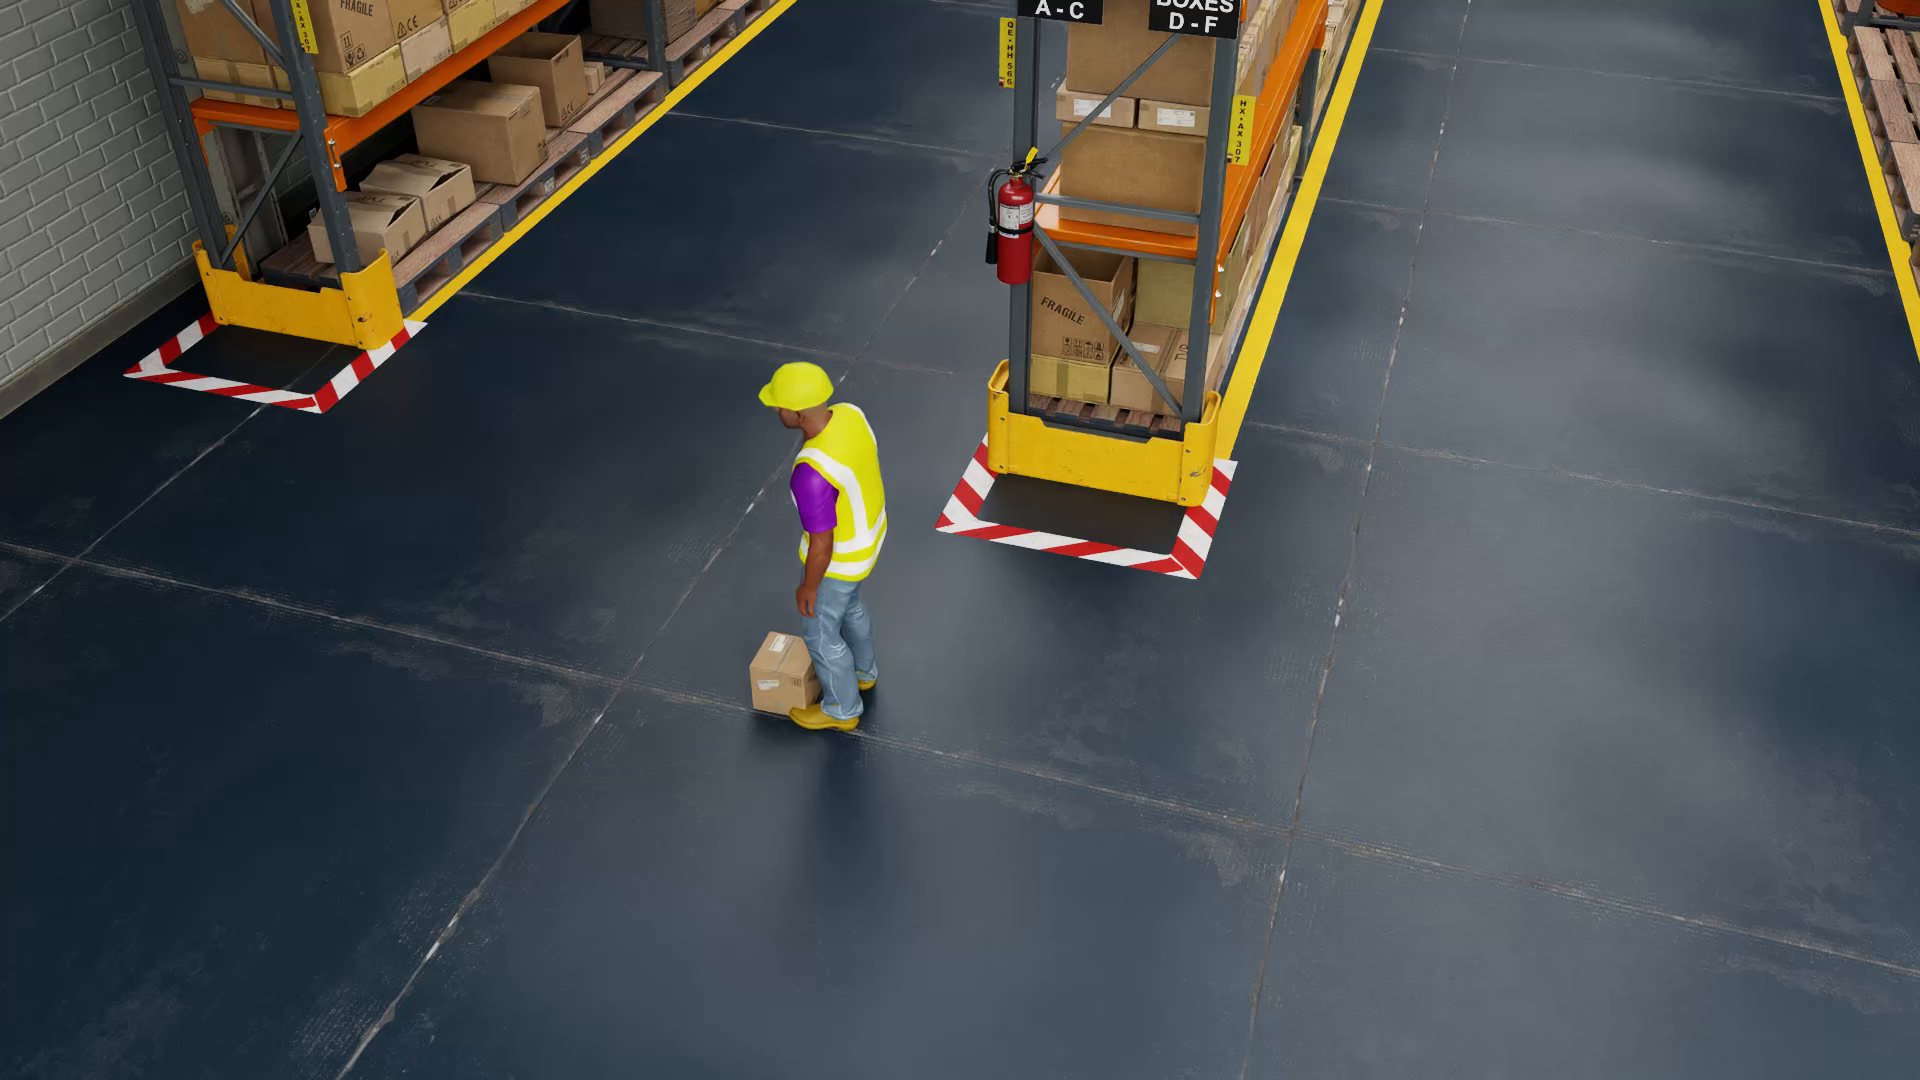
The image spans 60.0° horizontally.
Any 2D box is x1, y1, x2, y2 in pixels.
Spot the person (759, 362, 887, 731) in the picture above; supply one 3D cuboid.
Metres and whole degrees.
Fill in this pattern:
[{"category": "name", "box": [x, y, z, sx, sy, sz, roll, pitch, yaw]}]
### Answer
[{"category": "person", "box": [-0.541, 0.029, 6.839, 0.462, 1.758, 0.627, 9, 38, 12]}]
